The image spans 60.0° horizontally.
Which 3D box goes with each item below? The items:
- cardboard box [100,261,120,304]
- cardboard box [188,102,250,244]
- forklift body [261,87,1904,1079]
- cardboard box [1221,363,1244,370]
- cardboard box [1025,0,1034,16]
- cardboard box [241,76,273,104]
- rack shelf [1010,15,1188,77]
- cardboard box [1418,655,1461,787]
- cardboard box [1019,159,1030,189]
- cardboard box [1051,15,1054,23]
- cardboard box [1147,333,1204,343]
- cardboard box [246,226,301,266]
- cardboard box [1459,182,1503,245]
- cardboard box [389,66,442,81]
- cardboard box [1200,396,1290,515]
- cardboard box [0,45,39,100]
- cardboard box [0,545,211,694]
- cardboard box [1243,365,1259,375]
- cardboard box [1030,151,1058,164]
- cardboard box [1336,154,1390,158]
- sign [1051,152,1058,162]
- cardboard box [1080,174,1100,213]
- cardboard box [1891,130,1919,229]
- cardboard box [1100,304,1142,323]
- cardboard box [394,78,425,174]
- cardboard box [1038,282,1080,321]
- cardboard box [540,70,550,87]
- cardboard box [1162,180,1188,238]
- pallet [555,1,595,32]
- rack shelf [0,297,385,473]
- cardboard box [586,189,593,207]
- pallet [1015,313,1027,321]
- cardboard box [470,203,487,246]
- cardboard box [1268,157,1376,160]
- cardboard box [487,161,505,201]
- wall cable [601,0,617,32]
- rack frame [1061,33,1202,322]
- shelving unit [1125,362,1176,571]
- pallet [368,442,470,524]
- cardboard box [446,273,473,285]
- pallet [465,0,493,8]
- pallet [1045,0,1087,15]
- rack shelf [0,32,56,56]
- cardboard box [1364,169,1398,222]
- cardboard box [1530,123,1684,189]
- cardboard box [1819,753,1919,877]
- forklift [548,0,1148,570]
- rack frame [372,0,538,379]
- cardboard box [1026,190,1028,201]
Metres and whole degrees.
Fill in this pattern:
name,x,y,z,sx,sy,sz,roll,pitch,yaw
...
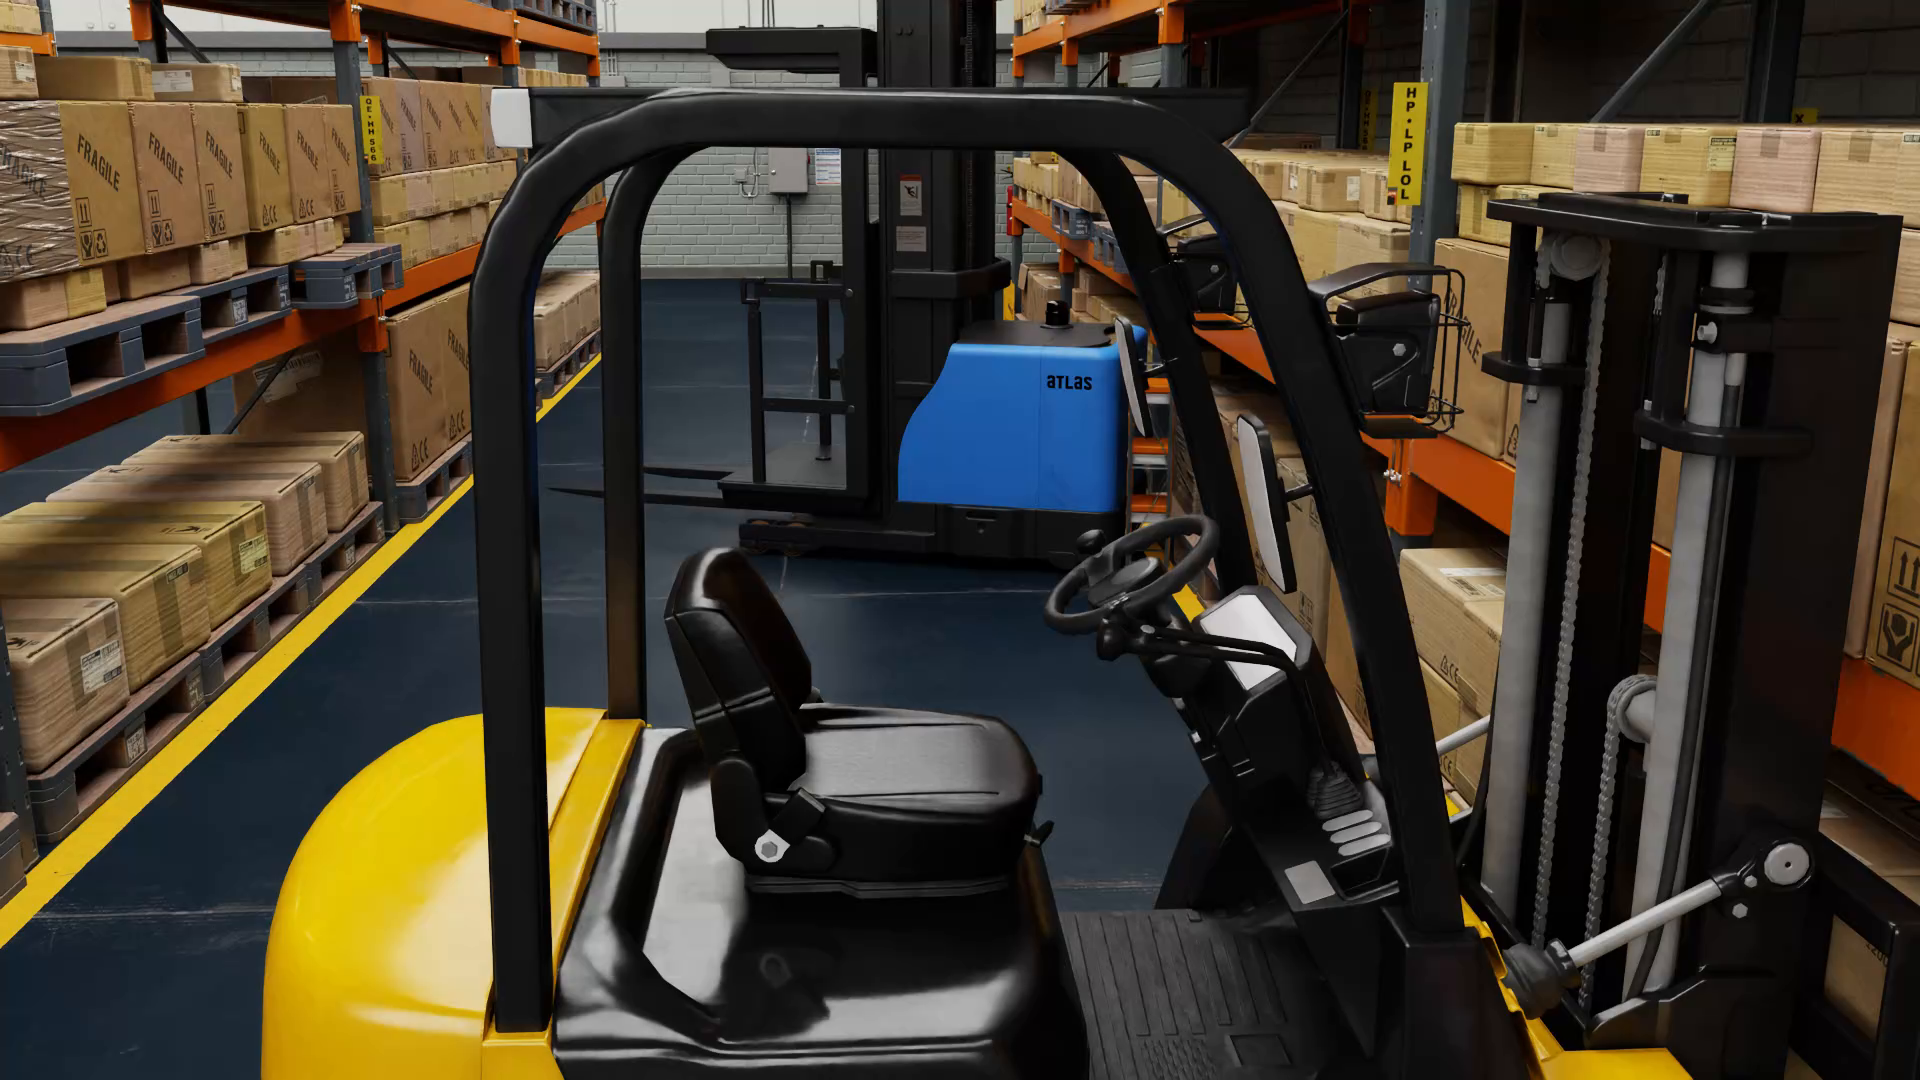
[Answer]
name,x,y,z,sx,sy,sz,roll,pitch,yaw
cardboard box,-3.009,-0.845,5.453,0.380,0.149,0.250,0,14,0
cardboard box,-3.024,-1.382,6.237,0.500,0.500,0.500,-1,15,-6
forklift body,0.074,0.395,2.674,2.313,2.155,1.214,-1,14,-3
cardboard box,1.759,-0.786,9.736,0.500,0.500,0.500,-1,14,-3
cardboard box,0.847,-4.708,14.487,0.500,0.250,0.500,-1,14,-5
cardboard box,-3.731,-2.142,8.623,0.500,0.500,0.500,-1,14,-5
rack shelf,1.144,-4.158,14.093,1.077,0.370,4.000,-1,14,-3
cardboard box,1.486,0.444,4.453,0.500,0.250,0.500,-1,14,-4
cardboard box,0.811,-3.381,15.350,0.500,0.250,0.500,-1,14,-3
cardboard box,0.921,-4.162,13.166,0.380,0.149,0.250,-1,14,-4
cardboard box,1.213,-1.121,9.737,0.380,0.149,0.250,-1,14,-5
cardboard box,-2.995,-1.230,6.948,0.380,0.149,0.250,-1,14,-2
cardboard box,1.521,-0.846,4.294,0.380,0.149,0.250,-1,14,-4
cardboard box,-4.022,-3.398,12.203,0.380,0.149,0.250,-1,14,-5
cardboard box,1.590,-0.298,7.586,0.875,0.625,0.625,0,14,-2
cardboard box,-2.866,-1.322,4.703,0.380,0.149,0.250,-1,14,-4
cardboard box,-3.273,0.270,5.886,0.950,0.372,0.625,0,14,0
cardboard box,1.795,-1.003,9.279,0.380,0.149,0.250,0,14,-1
cardboard box,0.873,-3.496,14.294,0.500,0.500,0.500,-1,14,-2
cardboard box,1.845,-1.592,7.191,0.380,0.149,0.250,-1,14,-4
sign,0.727,-2.966,12.296,0.100,0.325,0.005,-1,14,-3
cardboard box,1.156,-2.361,10.639,0.700,0.500,0.500,-1,14,-4
cardboard box,1.678,-0.546,2.530,0.380,0.149,0.250,-1,14,-3
cardboard box,1.155,-1.508,11.241,0.380,0.149,0.250,-1,14,-4
cardboard box,-3.265,-2.267,9.109,0.500,0.500,0.500,-1,14,-3
cardboard box,1.042,-1.919,14.140,0.700,0.500,0.500,-1,14,-6
cardboard box,-3.478,-3.664,13.239,0.380,0.149,0.250,-1,14,-5
cardboard box,1.275,-1.617,8.089,0.500,0.250,0.500,-1,14,-3
pallet,-3.877,-4.699,14.930,1.003,0.211,1.213,-1,14,-3
rack shelf,-3.314,-0.639,6.432,1.077,0.370,4.000,-1,14,-3
cardboard box,-3.623,-3.282,15.060,0.500,0.500,0.500,-1,14,-5
pallet,1.076,-1.984,15.814,1.003,0.211,1.213,-1,14,-3
cardboard box,-3.364,-2.046,10.761,0.500,0.250,0.500,-1,14,-5
cardboard box,1.445,-1.457,6.666,0.380,0.149,0.250,-1,14,-3
cardboard box,-3.377,-2.419,11.205,0.500,0.250,0.500,-1,14,-2
wall cable,-4.567,-7.790,20.743,0.463,3.000,0.029,-1,14,-3
rack frame,1.268,-2.557,12.444,1.000,3.000,0.127,-1,14,-3
shelving unit,0.895,-0.361,7.808,0.215,1.050,0.252,2,14,8
pallet,-3.411,-0.331,9.390,1.003,0.211,1.213,-1,14,-3
cardboard box,-3.504,-1.276,10.888,0.875,0.875,0.875,0,14,-2
pallet,-3.580,-3.612,10.909,0.805,0.209,1.217,-1,15,-6
pallet,1.239,-3.755,11.459,1.213,0.211,1.003,-1,14,-3
rack shelf,-8.744,-3.979,13.397,1.077,0.370,4.000,-1,14,-3
cardboard box,1.487,-1.075,5.183,0.380,0.149,0.250,-1,14,-4
cardboard box,1.612,-0.927,4.008,0.380,0.149,0.250,-1,14,-3
cardboard box,1.569,0.584,2.907,0.500,0.250,0.500,-1,14,-5
forklift,-0.606,-1.459,8.316,3.031,2.935,1.130,4,15,14
rack frame,-3.686,-2.479,12.142,1.000,3.000,0.127,-1,14,-3
cardboard box,0.829,-3.281,15.764,0.380,0.149,0.250,-1,14,-2
